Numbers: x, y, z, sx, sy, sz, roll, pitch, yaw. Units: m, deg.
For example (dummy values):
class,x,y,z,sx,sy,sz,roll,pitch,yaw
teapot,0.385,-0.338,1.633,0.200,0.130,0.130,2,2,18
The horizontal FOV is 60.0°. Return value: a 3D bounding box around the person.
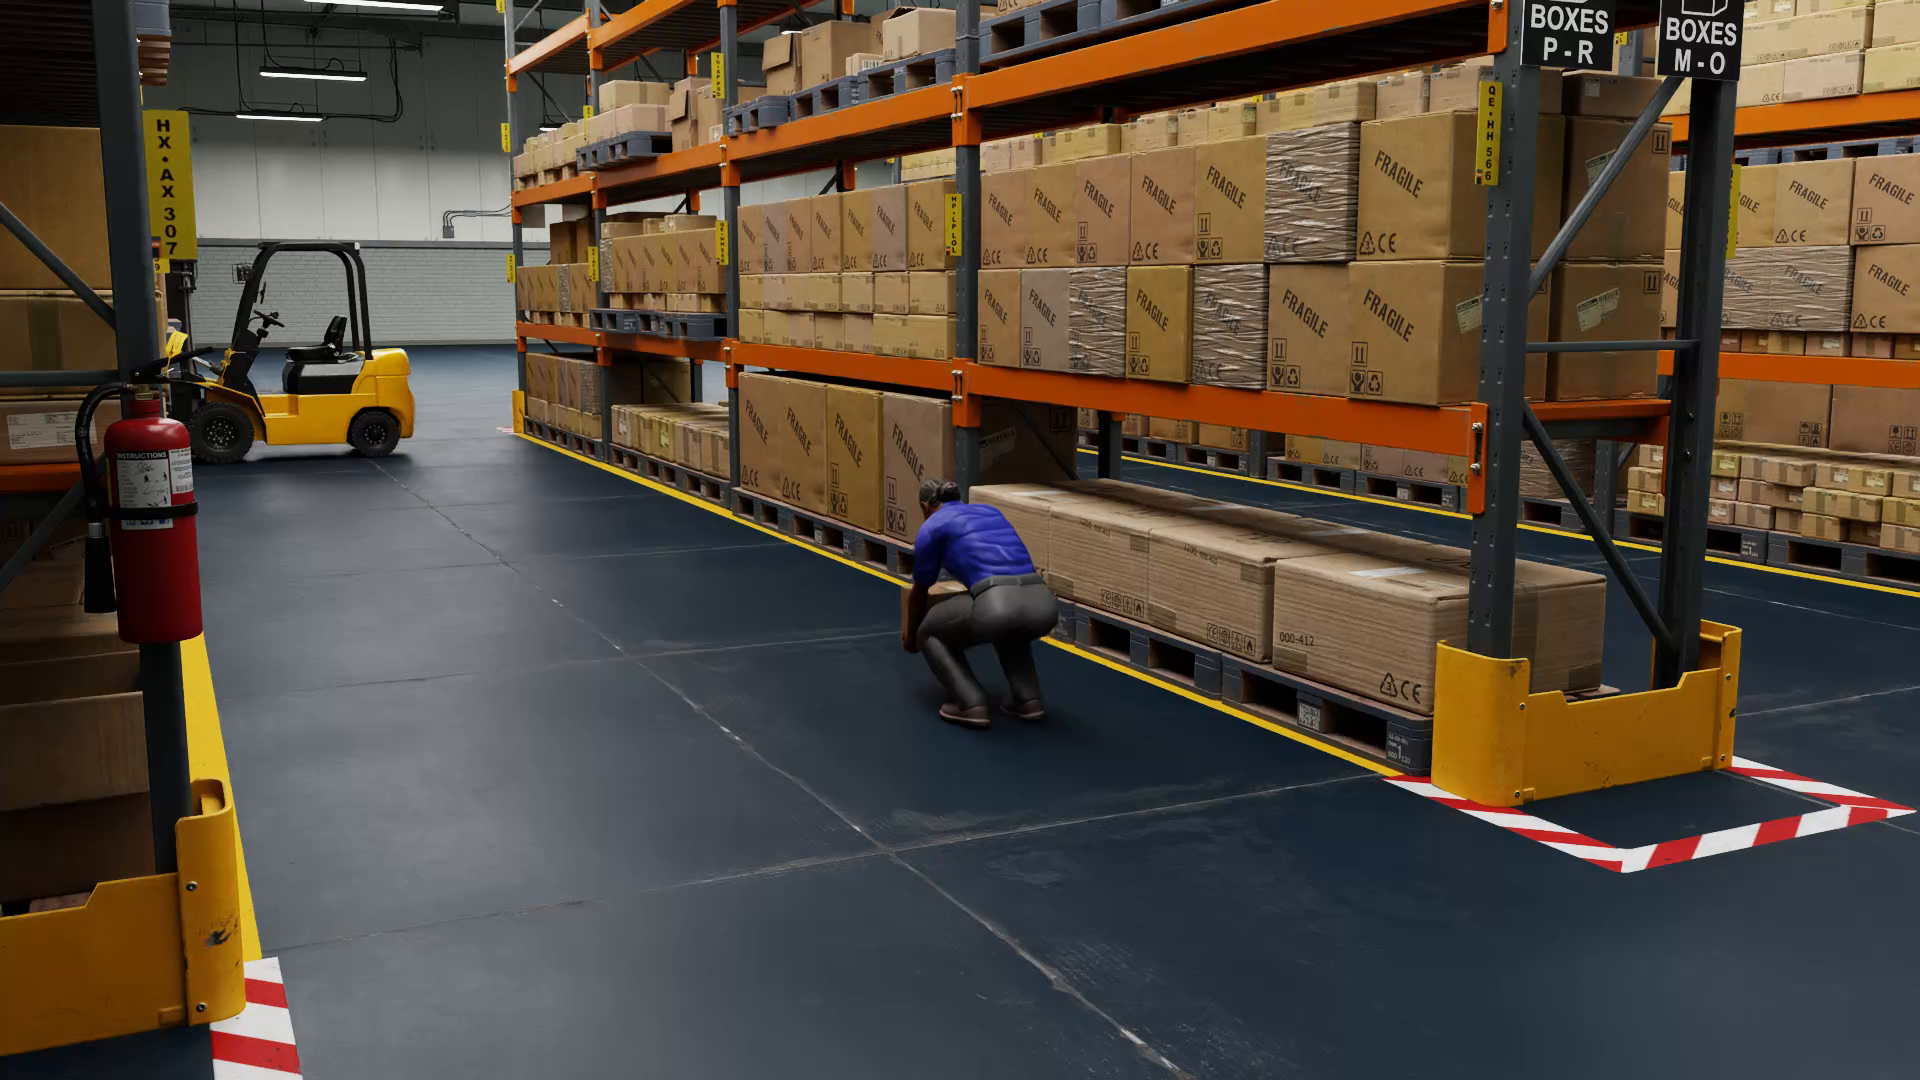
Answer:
class,x,y,z,sx,sy,sz,roll,pitch,yaw
person,0.062,0.237,6.738,0.461,0.943,0.851,-4,10,-26
